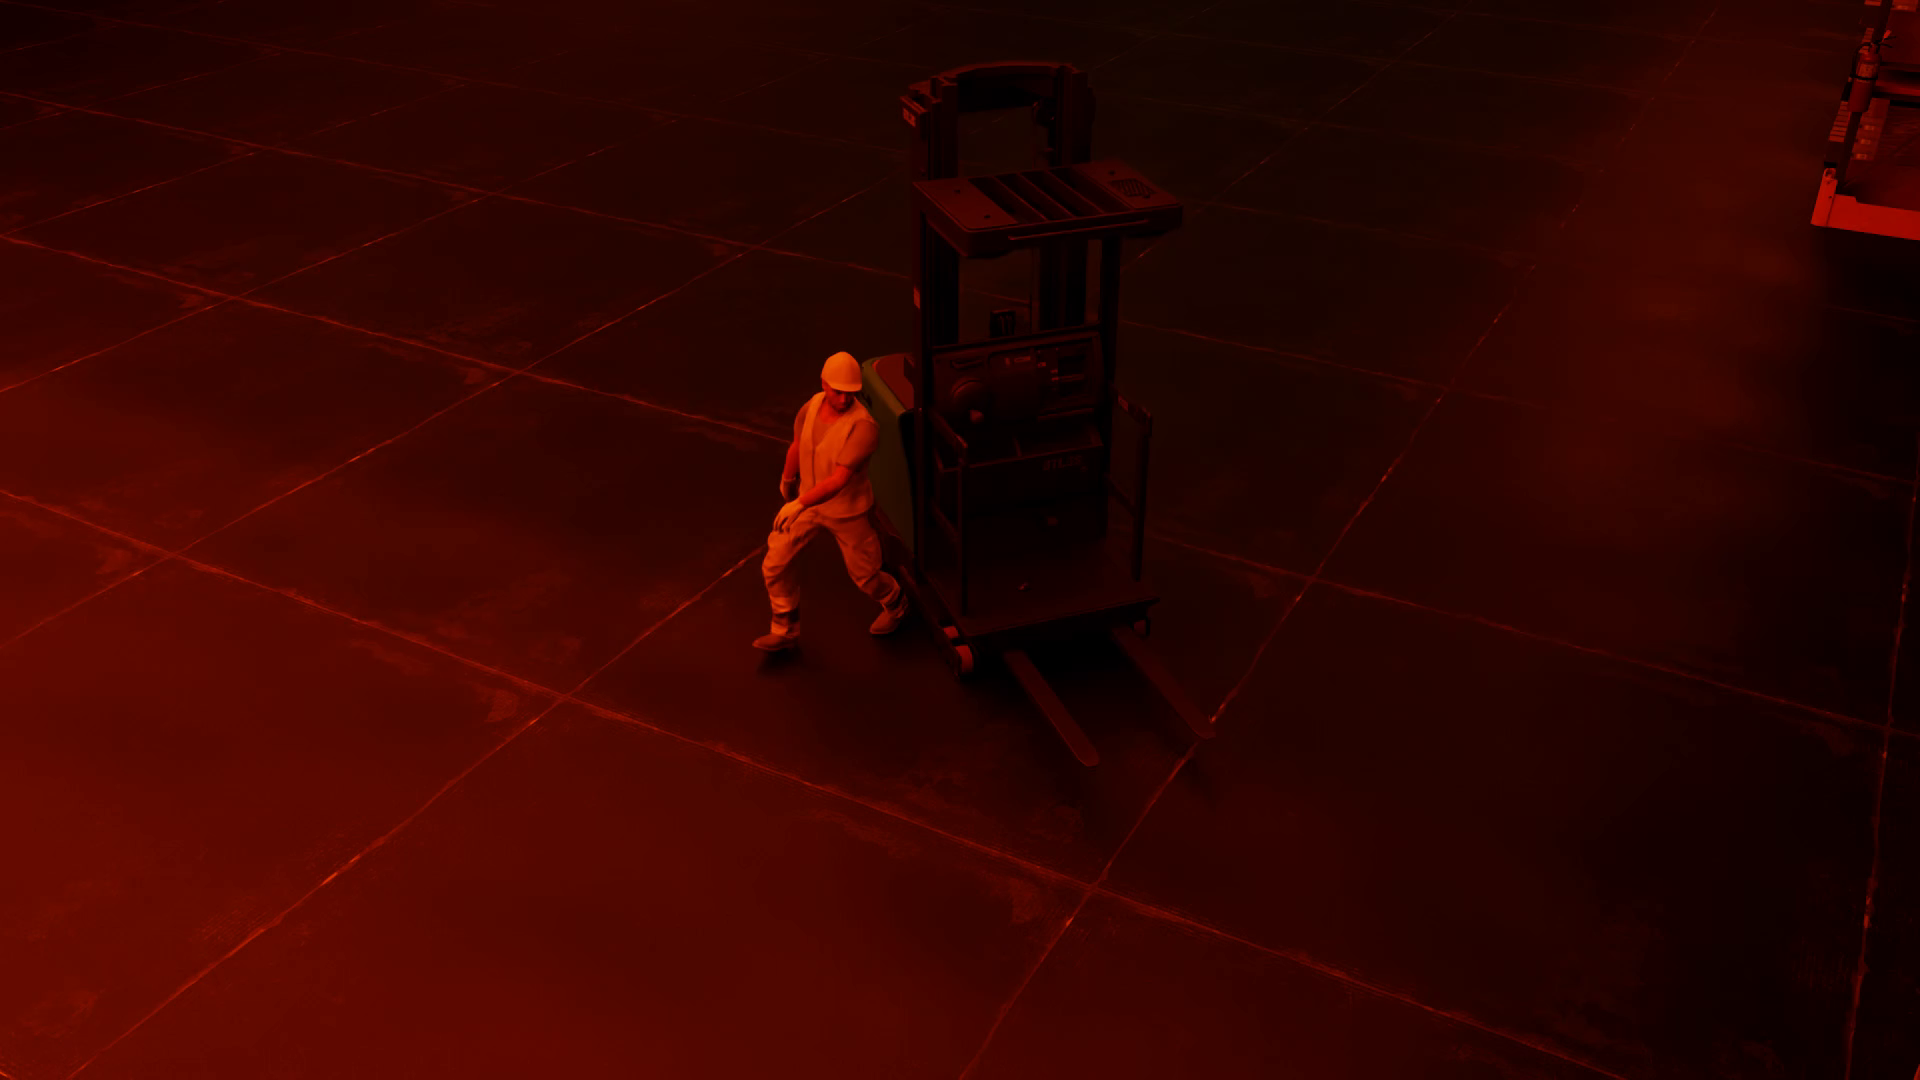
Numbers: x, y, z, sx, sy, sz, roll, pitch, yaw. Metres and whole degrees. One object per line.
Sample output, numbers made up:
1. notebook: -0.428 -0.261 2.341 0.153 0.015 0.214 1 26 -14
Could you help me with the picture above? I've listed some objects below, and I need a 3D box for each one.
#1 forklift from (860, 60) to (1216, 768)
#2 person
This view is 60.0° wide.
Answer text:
1. forklift: 0.383 -0.787 8.434 1.130 2.935 3.031 -11 32 -18
2. person: -0.722 -0.191 8.658 0.699 1.706 0.833 19 35 30
